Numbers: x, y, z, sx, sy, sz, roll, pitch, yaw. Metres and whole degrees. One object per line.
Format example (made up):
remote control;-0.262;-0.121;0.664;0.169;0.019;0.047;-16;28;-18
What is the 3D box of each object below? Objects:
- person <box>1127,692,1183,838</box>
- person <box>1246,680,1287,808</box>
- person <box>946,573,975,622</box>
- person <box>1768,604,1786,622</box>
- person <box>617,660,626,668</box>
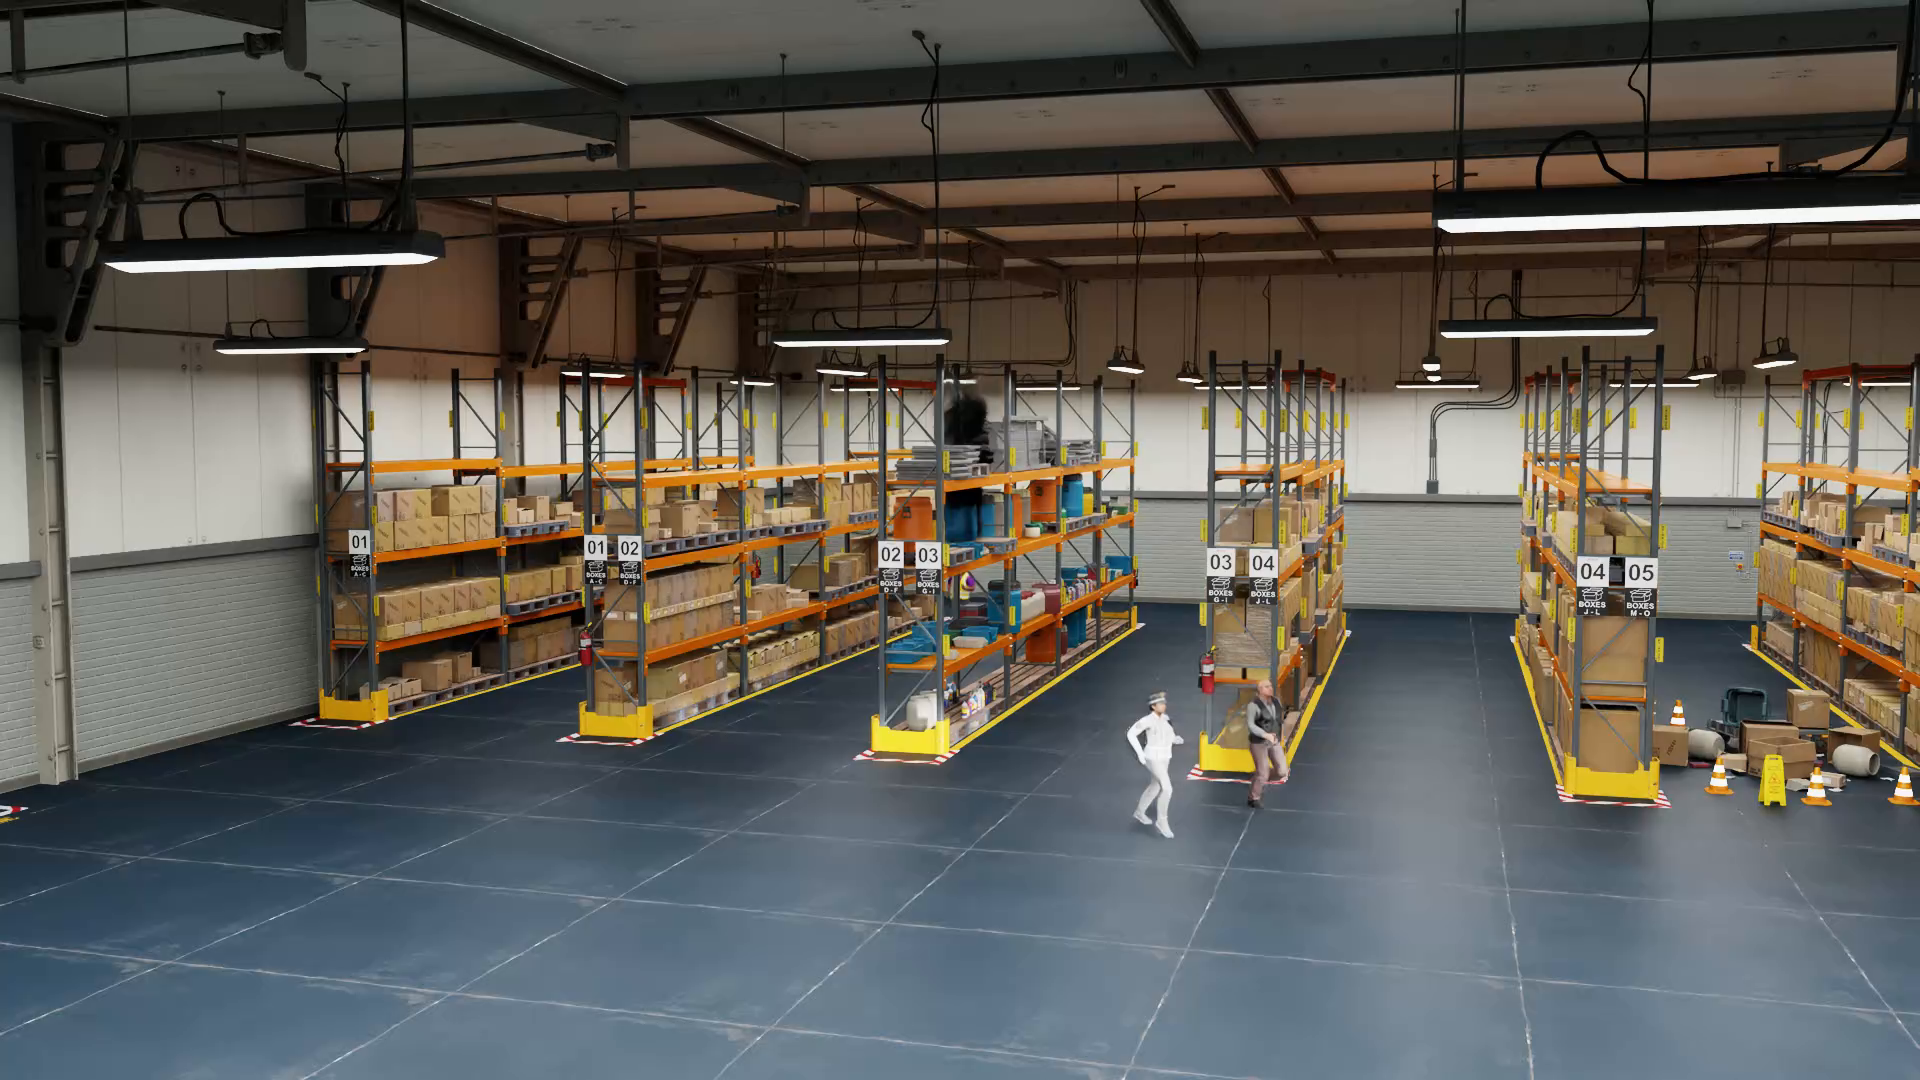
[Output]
person;2.403;2.714;20.228;0.724;1.753;0.578;3;5;40
person;3.984;2.635;21.466;0.684;1.682;0.631;-2;5;-28
person;-0.004;1.370;38.109;0.699;1.754;0.989;1;4;10
person;18.552;1.521;37.539;0.650;1.612;0.574;-4;6;-43
person;-6.161;1.890;30.847;0.656;1.758;0.969;0;4;4
